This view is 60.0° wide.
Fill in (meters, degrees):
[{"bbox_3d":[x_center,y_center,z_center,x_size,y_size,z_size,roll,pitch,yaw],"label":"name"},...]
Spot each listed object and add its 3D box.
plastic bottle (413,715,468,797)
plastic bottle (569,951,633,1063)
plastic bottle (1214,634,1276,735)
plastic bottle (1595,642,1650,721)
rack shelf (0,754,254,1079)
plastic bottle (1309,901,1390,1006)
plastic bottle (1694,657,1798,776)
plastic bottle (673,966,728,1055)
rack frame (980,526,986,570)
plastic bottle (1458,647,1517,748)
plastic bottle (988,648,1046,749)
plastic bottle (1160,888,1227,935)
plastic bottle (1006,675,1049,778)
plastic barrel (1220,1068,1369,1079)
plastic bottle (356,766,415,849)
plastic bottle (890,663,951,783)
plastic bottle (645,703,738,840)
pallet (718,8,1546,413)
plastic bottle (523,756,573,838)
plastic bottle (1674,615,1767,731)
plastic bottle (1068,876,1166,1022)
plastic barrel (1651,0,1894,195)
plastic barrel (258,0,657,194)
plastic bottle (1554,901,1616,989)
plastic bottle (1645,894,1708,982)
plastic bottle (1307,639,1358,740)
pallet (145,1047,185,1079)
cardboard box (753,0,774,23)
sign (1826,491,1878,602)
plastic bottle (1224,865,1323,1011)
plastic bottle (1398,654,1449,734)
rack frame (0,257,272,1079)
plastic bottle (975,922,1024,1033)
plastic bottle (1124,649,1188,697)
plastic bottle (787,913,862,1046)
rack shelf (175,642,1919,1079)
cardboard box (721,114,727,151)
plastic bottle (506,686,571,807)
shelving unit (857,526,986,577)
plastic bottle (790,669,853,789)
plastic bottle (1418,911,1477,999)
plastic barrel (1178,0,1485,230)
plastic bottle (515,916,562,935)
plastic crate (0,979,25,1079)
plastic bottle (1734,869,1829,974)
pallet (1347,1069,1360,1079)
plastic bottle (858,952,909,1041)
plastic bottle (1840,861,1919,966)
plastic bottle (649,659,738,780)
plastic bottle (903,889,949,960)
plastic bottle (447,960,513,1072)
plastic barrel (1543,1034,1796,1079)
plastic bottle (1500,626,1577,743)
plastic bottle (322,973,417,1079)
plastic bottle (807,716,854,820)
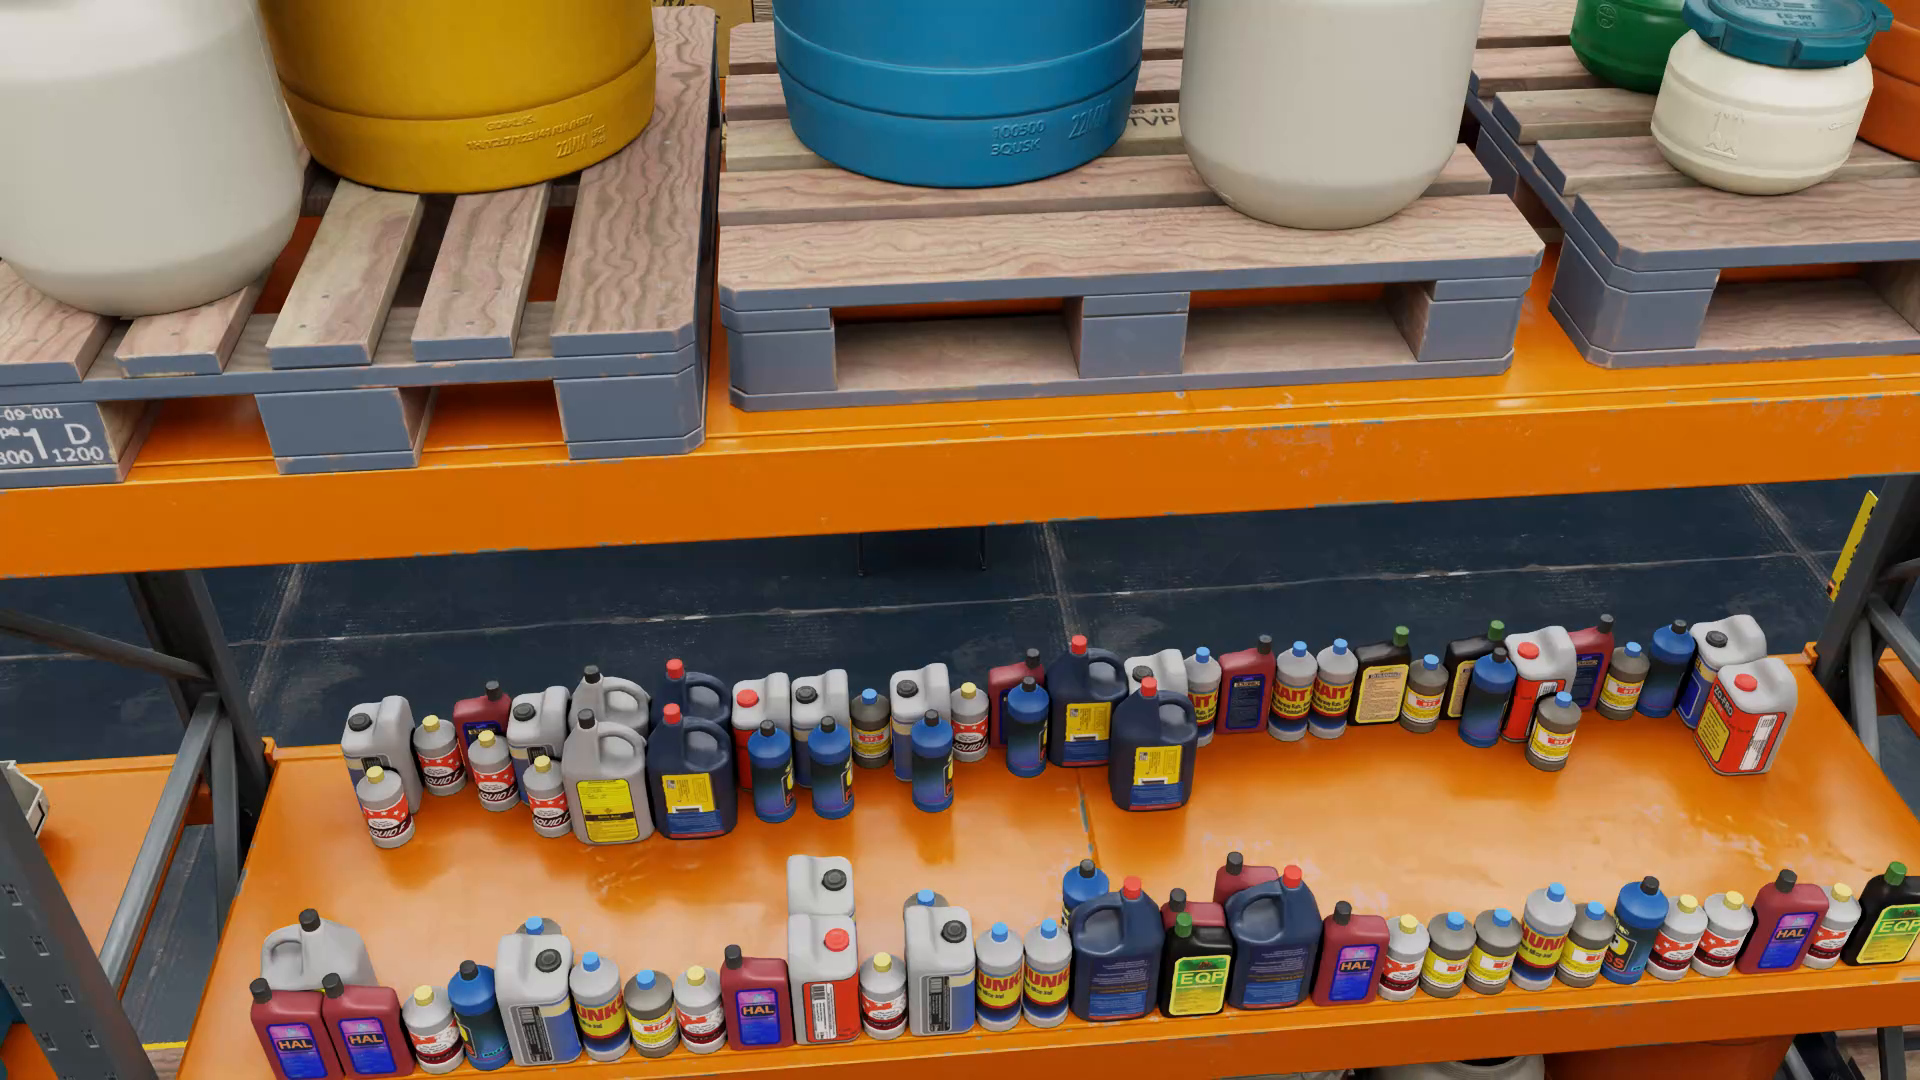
[{"bbox_3d":[-1.211,0.492,3.865,0.097,0.201,0.097,0,38,0],"label":"plastic bottle"},{"bbox_3d":[-0.711,0.909,3.280,0.097,0.271,0.097,0,38,0],"label":"plastic bottle"},{"bbox_3d":[0.681,0.344,3.986,0.133,0.283,0.061,-3,38,-4],"label":"plastic bottle"},{"bbox_3d":[1.621,0.336,4.063,0.097,0.201,0.097,0,38,0],"label":"plastic bottle"},{"bbox_3d":[-3.680,1.050,3.578,4.000,0.370,1.077,-3,38,-4],"label":"rack shelf"},{"bbox_3d":[0.792,0.833,3.367,0.133,0.283,0.061,-3,38,-4],"label":"plastic bottle"},{"bbox_3d":[1.850,0.406,3.914,0.135,0.276,0.152,-3,38,-4],"label":"plastic bottle"},{"bbox_3d":[-0.517,0.926,3.315,0.097,0.201,0.097,0,38,0],"label":"plastic bottle"},{"bbox_3d":[0.078,-0.829,6.105,0.015,2.100,0.400,-3,38,-4],"label":"rack frame"},{"bbox_3d":[1.263,0.366,3.968,0.097,0.271,0.097,0,38,0],"label":"plastic bottle"},{"bbox_3d":[0.133,0.374,3.948,0.133,0.283,0.061,-3,38,-4],"label":"plastic bottle"},{"bbox_3d":[0.470,0.813,3.393,0.133,0.283,0.061,-3,38,-4],"label":"plastic bottle"},{"bbox_3d":[0.158,0.427,3.891,0.097,0.271,0.097,0,38,0],"label":"plastic bottle"},{"bbox_3d":[0.685,1.320,4.263,0.708,0.588,0.600,-3,38,-4],"label":"plastic barrel"},{"bbox_3d":[-1.295,0.591,3.740,0.097,0.201,0.097,0,38,0],"label":"plastic bottle"},{"bbox_3d":[-0.093,0.418,3.899,0.135,0.276,0.152,-3,38,-4],"label":"plastic bottle"},{"bbox_3d":[-0.605,0.504,3.729,0.185,0.351,0.144,-3,38,-4],"label":"plastic bottle"},{"bbox_3d":[0.213,-0.612,2.836,1.213,0.211,1.003,-3,38,-4],"label":"pallet"},{"bbox_3d":[-0.931,0.571,3.765,0.097,0.201,0.097,0,38,0],"label":"plastic bottle"},{"bbox_3d":[1.836,0.312,4.033,0.135,0.276,0.152,-3,38,-4],"label":"plastic bottle"},{"bbox_3d":[0.313,0.807,3.346,0.185,0.351,0.144,-3,38,-4],"label":"plastic bottle"},{"bbox_3d":[1.241,-0.700,2.567,0.301,0.262,0.301,0,38,0],"label":"plastic barrel"},{"bbox_3d":[-0.797,-0.933,2.599,0.600,0.588,0.600,0,38,0],"label":"plastic barrel"},{"bbox_3d":[1.294,0.826,3.442,0.097,0.201,0.097,0,38,0],"label":"plastic bottle"},{"bbox_3d":[1.487,0.815,3.455,0.097,0.201,0.097,0,38,0],"label":"plastic bottle"},{"bbox_3d":[0.895,0.349,3.991,0.097,0.271,0.097,0,38,0],"label":"plastic bottle"},{"bbox_3d":[-2.417,1.817,4.276,1.213,0.211,1.003,-3,38,-4],"label":"pallet"},{"bbox_3d":[-0.648,-2.363,7.243,0.500,0.500,0.500,-4,38,-5],"label":"cardboard box"},{"bbox_3d":[2.240,0.036,4.151,0.005,0.325,0.100,-3,38,-4],"label":"sign"},{"bbox_3d":[0.630,0.789,3.368,0.185,0.351,0.144,-3,38,-4],"label":"plastic bottle"},{"bbox_3d":[1.125,0.363,4.028,0.097,0.201,0.097,0,38,0],"label":"plastic bottle"},{"bbox_3d":[-1.688,0.658,3.494,0.127,3.000,1.000,-3,38,-4],"label":"rack frame"},{"bbox_3d":[0.078,0.866,3.335,0.097,0.271,0.097,0,38,0],"label":"plastic bottle"},{"bbox_3d":[0.455,0.388,3.937,0.135,0.276,0.152,-3,38,-4],"label":"plastic bottle"},{"bbox_3d":[-0.271,0.866,3.331,0.135,0.276,0.152,-3,38,-4],"label":"plastic bottle"},{"bbox_3d":[0.304,0.831,3.856,4.000,0.370,1.077,-3,38,-4],"label":"rack shelf"},{"bbox_3d":[-1.491,-1.776,7.955,0.875,0.875,1.225,-3,38,-4],"label":"cardboard box"},{"bbox_3d":[-0.960,0.466,3.838,0.135,0.276,0.152,-3,38,-4],"label":"plastic bottle"},{"bbox_3d":[-0.165,-0.815,6.088,0.503,2.100,0.431,-3,38,-4],"label":"shelving unit"},{"bbox_3d":[-0.324,0.431,3.882,0.135,0.276,0.152,-3,38,-4],"label":"plastic bottle"},{"bbox_3d":[1.003,0.842,3.422,0.097,0.201,0.097,0,38,0],"label":"plastic bottle"},{"bbox_3d":[0.543,-0.767,2.430,0.433,0.535,0.433,0,38,0],"label":"plastic barrel"},{"bbox_3d":[-0.859,0.850,3.412,0.097,0.201,0.097,0,38,0],"label":"plastic bottle"},{"bbox_3d":[-2.123,0.877,3.181,0.575,0.384,0.392,-3,38,-4],"label":"plastic crate"},{"bbox_3d":[1.701,0.783,3.431,0.133,0.283,0.061,-3,38,-4],"label":"plastic bottle"},{"bbox_3d":[1.514,1.603,4.549,1.213,0.211,1.003,-3,38,-4],"label":"pallet"},{"bbox_3d":[-0.153,0.906,3.341,0.097,0.201,0.097,0,38,0],"label":"plastic bottle"},{"bbox_3d":[1.931,0.770,3.447,0.133,0.283,0.061,-3,38,-4],"label":"plastic bottle"},{"bbox_3d":[-0.618,0.415,3.842,0.185,0.351,0.144,-3,38,-4],"label":"plastic bottle"},{"bbox_3d":[-0.070,0.807,3.467,0.097,0.201,0.097,0,38,0],"label":"plastic bottle"},{"bbox_3d":[-0.942,0.922,3.264,0.097,0.271,0.097,0,38,0],"label":"plastic bottle"},{"bbox_3d":[1.810,1.163,4.267,0.708,0.830,0.600,-3,38,-4],"label":"plastic barrel"},{"bbox_3d":[1.375,0.337,4.001,0.135,0.276,0.152,-3,38,-4],"label":"plastic bottle"},{"bbox_3d":[-1.152,0.940,3.231,0.133,0.283,0.061,-3,38,-4],"label":"plastic bottle"},{"bbox_3d":[-0.295,0.509,3.788,0.097,0.271,0.097,0,38,0],"label":"plastic bottle"}]
